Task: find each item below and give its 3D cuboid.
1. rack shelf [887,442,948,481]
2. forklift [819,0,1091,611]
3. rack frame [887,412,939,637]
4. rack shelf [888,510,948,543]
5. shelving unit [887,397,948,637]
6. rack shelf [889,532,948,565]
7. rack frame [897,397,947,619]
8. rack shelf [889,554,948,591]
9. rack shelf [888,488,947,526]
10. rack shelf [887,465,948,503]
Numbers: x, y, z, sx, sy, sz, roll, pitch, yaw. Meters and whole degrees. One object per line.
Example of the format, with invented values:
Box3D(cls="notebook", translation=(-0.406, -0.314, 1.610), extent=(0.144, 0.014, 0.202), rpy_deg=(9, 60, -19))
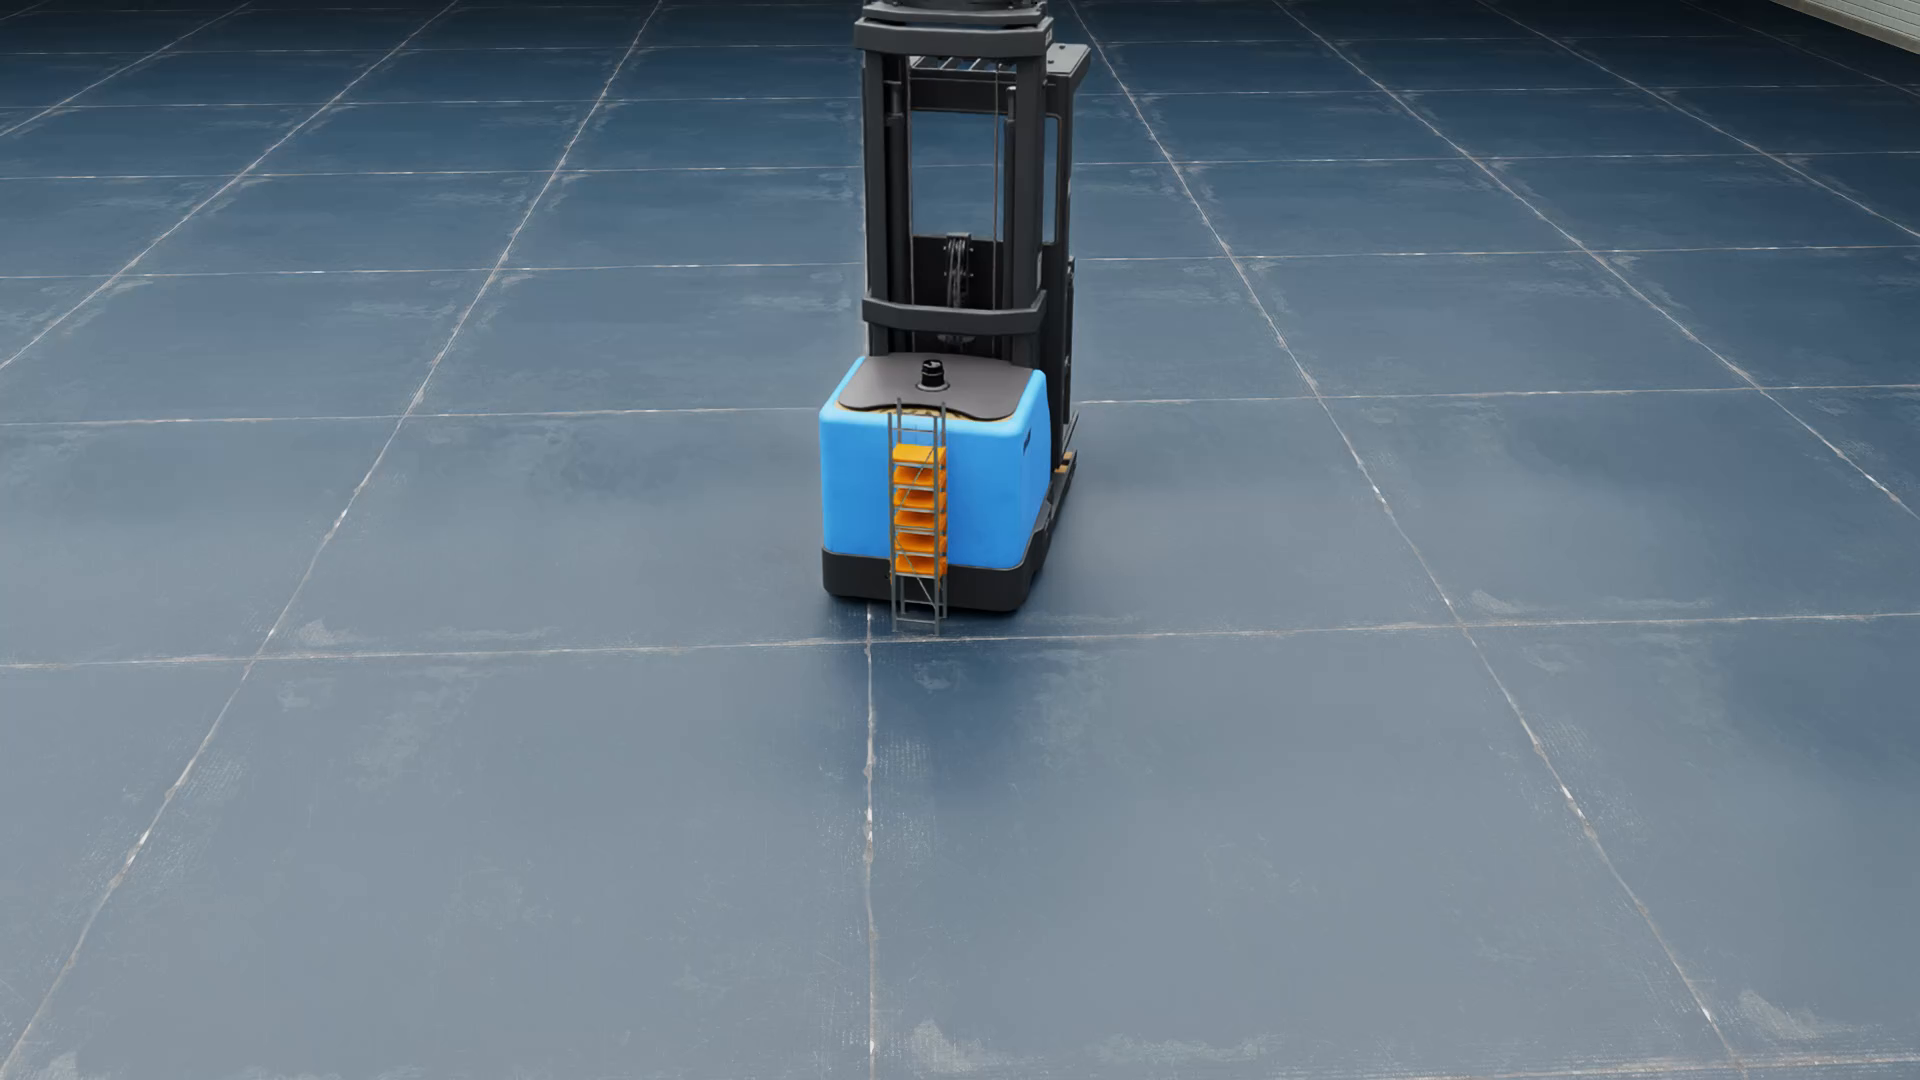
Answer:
Box3D(cls="rack shelf", translation=(-0.204, -0.379, 7.997), extent=(0.258, 0.103, 0.180), rpy_deg=(5, 28, 10))
Box3D(cls="forklift", translation=(0.087, -1.601, 9.149), extent=(1.130, 2.935, 3.031), rpy_deg=(5, 28, 10))
Box3D(cls="rack frame", translation=(-0.222, -0.058, 8.064), extent=(0.240, 1.200, 0.006), rpy_deg=(5, 28, 10))
Box3D(cls="rack shelf", translation=(-0.204, -0.060, 8.164), extent=(0.258, 0.103, 0.180), rpy_deg=(5, 28, 10))
Box3D(cls="shelving unit", translation=(-0.204, -0.099, 8.143), extent=(0.258, 1.200, 0.189), rpy_deg=(5, 28, 10))
Box3D(cls="rack shelf", translation=(-0.204, 0.046, 8.219), extent=(0.258, 0.103, 0.180), rpy_deg=(5, 28, 10))
Box3D(cls="rack frame", translation=(-0.186, -0.141, 8.223), extent=(0.240, 1.200, 0.006), rpy_deg=(5, 28, 10))
Box3D(cls="rack shelf", translation=(-0.204, 0.153, 8.275), extent=(0.258, 0.103, 0.180), rpy_deg=(5, 28, 10))
Box3D(cls="rack shelf", translation=(-0.204, -0.166, 8.108), extent=(0.258, 0.103, 0.180), rpy_deg=(5, 28, 10))
Box3D(cls="rack shelf", translation=(-0.204, -0.273, 8.053), extent=(0.258, 0.103, 0.180), rpy_deg=(5, 28, 10))
